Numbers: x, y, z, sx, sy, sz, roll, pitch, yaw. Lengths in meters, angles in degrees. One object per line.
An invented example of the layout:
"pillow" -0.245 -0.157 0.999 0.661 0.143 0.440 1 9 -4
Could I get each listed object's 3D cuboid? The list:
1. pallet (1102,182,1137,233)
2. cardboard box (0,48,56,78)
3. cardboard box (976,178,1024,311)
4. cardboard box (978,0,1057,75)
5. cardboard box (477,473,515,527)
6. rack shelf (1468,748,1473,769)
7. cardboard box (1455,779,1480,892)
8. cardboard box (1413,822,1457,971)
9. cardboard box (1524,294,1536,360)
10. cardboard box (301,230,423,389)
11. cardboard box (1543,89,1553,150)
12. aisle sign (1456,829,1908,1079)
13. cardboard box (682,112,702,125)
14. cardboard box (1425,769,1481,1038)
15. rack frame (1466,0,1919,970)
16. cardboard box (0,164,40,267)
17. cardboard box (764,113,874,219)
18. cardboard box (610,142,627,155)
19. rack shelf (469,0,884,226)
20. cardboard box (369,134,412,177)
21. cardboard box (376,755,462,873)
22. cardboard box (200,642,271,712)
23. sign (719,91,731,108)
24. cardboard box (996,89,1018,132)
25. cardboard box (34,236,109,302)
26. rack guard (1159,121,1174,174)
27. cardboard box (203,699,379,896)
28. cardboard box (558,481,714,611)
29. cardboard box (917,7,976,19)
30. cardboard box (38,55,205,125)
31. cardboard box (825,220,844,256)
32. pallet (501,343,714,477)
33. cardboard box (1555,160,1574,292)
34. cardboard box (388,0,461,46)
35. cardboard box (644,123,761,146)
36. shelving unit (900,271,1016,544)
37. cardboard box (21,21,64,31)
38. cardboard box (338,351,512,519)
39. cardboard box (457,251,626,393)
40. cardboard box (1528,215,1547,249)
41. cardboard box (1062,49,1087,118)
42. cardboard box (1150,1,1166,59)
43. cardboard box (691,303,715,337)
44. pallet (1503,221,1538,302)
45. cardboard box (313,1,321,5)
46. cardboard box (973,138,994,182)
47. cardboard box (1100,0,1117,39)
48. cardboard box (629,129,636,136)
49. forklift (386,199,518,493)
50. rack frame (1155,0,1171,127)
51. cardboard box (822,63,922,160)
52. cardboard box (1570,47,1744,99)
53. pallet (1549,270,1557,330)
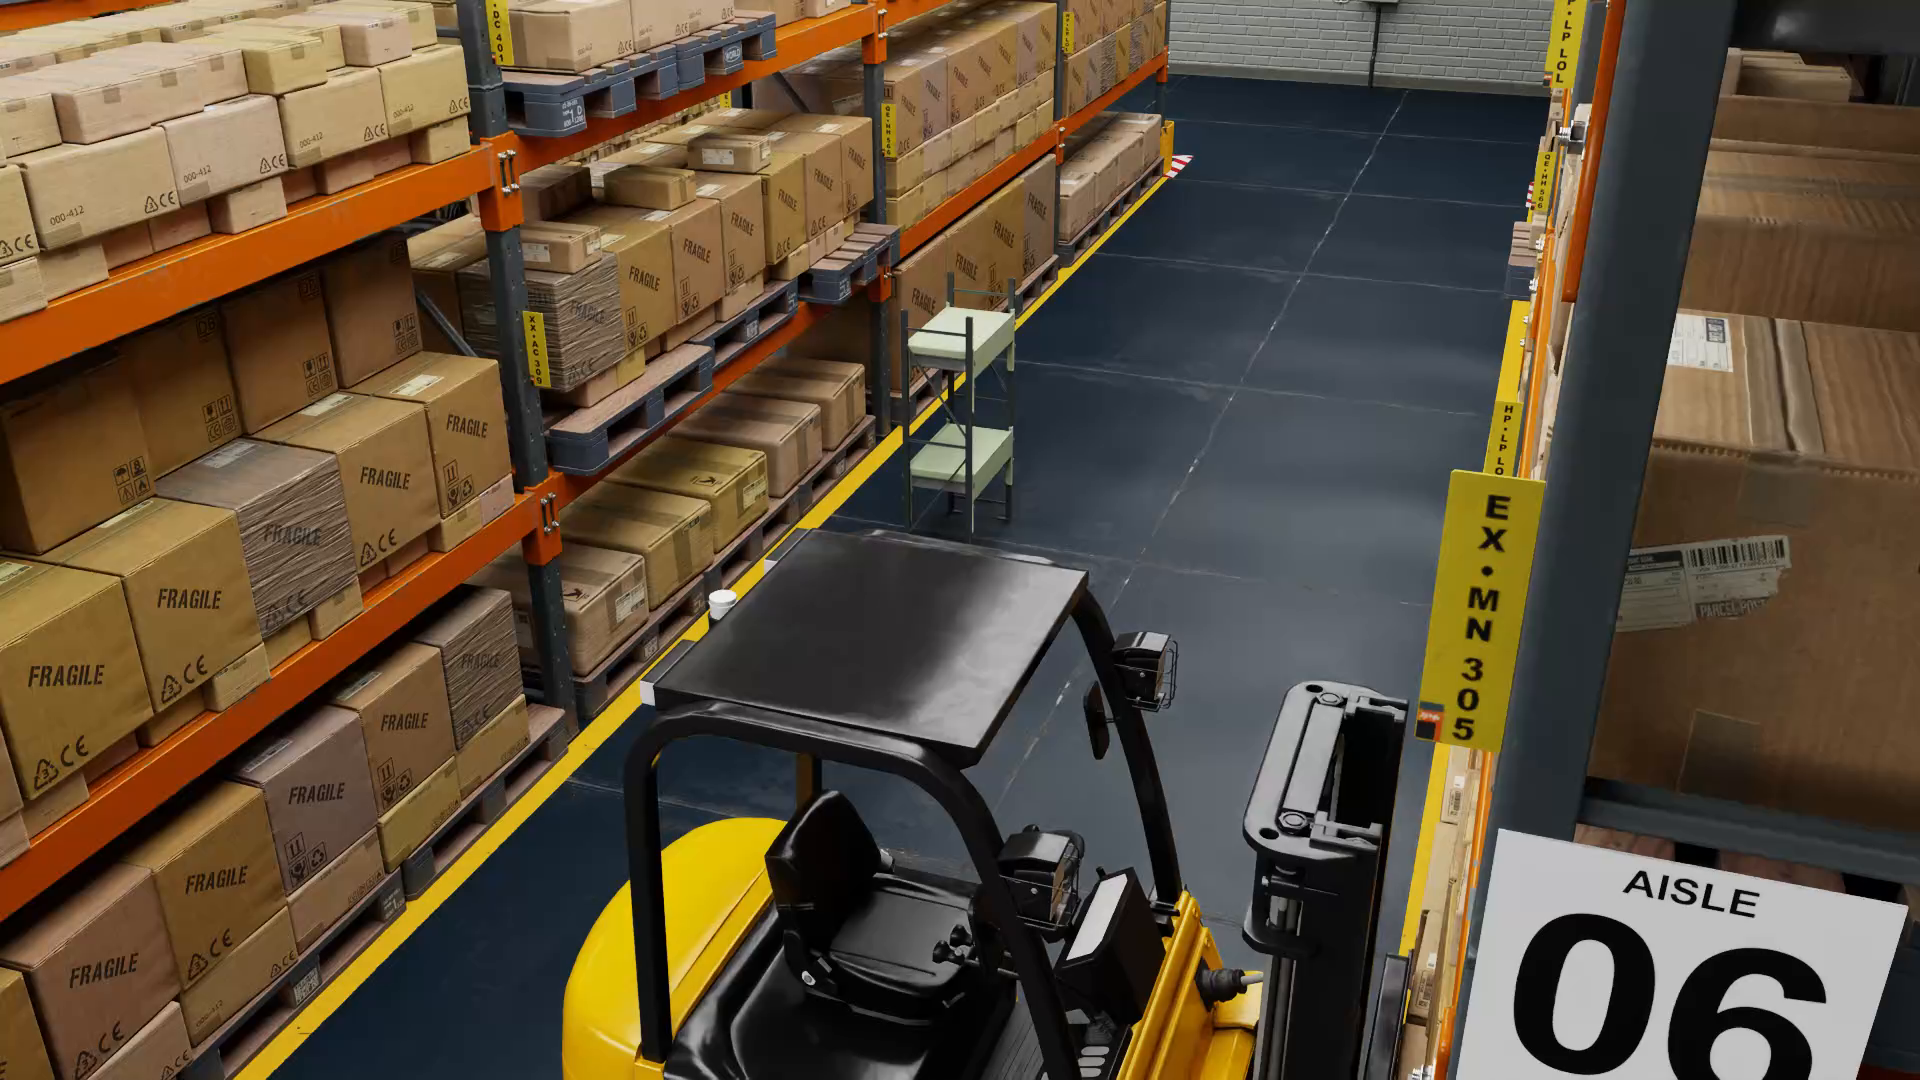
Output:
"pallet" 1.104 -3.320 16.365 1.003 0.211 1.213 9 27 17
"cardboard box" -3.084 -1.454 5.242 0.380 0.149 0.250 8 27 17
"cardboard box" -0.051 -2.365 13.149 0.875 0.875 0.875 10 27 19
"cardboard box" 0.461 -4.046 13.402 0.500 0.500 0.500 10 27 19
"cardboard box" -2.109 -0.194 6.997 0.380 0.149 0.250 8 27 17
"rack shelf" 1.727 1.380 4.282 1.077 0.370 4.000 9 27 17
"cardboard box" 1.312 0.691 3.680 0.380 0.149 0.250 9 27 18
"cardboard box" 1.756 1.195 5.365 0.500 0.250 0.500 9 27 18
"cardboard box" 2.987 -1.002 7.975 0.500 0.250 0.500 8 27 16
"cardboard box" -2.640 -0.963 6.693 0.700 0.500 0.500 8 27 17
"cardboard box" 4.683 -3.120 12.156 0.700 0.500 0.500 9 27 19
"aisle sign" 0.763 0.693 1.894 0.394 0.787 0.004 9 27 17
"cardboard box" -3.075 -4.659 18.378 0.380 0.149 0.250 8 27 15
"cardboard box" 1.486 0.963 4.205 0.500 0.500 0.500 9 27 18
"rack frame" 1.062 -0.822 1.121 1.000 3.000 0.127 9 27 17
"cardboard box" -2.876 -0.846 4.443 0.500 0.250 0.500 10 27 19
"cardboard box" -0.847 -2.268 10.054 0.500 0.500 0.500 8 27 16
"cardboard box" -3.653 -4.032 17.084 0.380 0.149 0.250 10 28 20
"rack shelf" -1.624 -2.332 8.507 1.077 0.370 4.000 9 27 17
"cardboard box" -2.274 -1.456 6.161 0.380 0.149 0.250 9 27 18
"cardboard box" -2.400 1.067 6.777 0.500 0.250 0.500 8 27 16
"cardboard box" -2.609 0.436 5.696 0.380 0.149 0.250 9 27 18
"sign" -1.483 -2.728 10.613 0.100 0.325 0.005 9 27 17
"cardboard box" 0.129 -3.292 12.705 0.500 0.250 0.500 9 27 19
"cardboard box" -2.728 -0.812 4.831 0.380 0.149 0.250 8 27 16
"rack guard" 1.712 -4.300 18.057 1.175 0.500 0.348 9 27 17
"cardboard box" -2.569 0.929 6.203 0.500 0.500 0.500 10 28 20
"cardboard box" -1.881 -0.002 8.845 0.950 0.372 0.625 11 28 21
"cardboard box" -0.188 -3.914 13.129 0.500 0.500 0.500 9 27 17
"cardboard box" -2.557 -1.375 5.078 0.380 0.149 0.250 9 27 18
"cardboard box" -0.908 -1.804 9.840 0.380 0.149 0.250 9 27 17
"pallet" -1.898 -0.690 7.953 1.003 0.211 1.213 9 27 17
"cardboard box" 1.612 -0.723 3.916 0.396 0.266 0.258 8 27 16
"cardboard box" -2.232 -2.216 7.133 0.500 0.250 0.500 8 27 16
"cardboard box" -1.493 -2.129 9.766 0.500 0.500 0.500 10 28 20
"shelving unit" -0.002 -0.672 9.417 0.431 1.500 0.755 9 27 17
"cardboard box" -9.042 -4.819 16.146 0.500 0.500 0.500 10 27 19
"cardboard box" -2.203 -0.444 6.768 0.500 0.500 0.500 8 27 16
"cardboard box" -1.863 -1.002 7.440 0.500 0.500 0.500 9 27 19
"cardboard box" 3.581 -1.811 9.854 0.380 0.149 0.250 9 27 18
"cardboard box" 0.776 -3.971 14.395 0.500 0.500 0.500 10 27 19
"cardboard box" 1.793 -5.223 16.981 0.500 0.500 0.500 9 27 18
"cardboard box" -1.485 -1.171 8.532 0.380 0.149 0.250 9 27 18
"pallet" 3.883 -1.611 9.856 1.213 0.211 1.003 9 27 17
"cardboard box" -7.703 -6.232 19.467 0.380 0.149 0.250 9 27 18
"cardboard box" -0.063 -2.856 12.379 0.500 0.250 0.500 9 27 17
"cardboard box" 1.115 -4.842 15.047 0.500 0.500 0.500 9 27 18
"cardboard box" -3.594 -4.275 17.245 0.380 0.149 0.250 8 27 15
"forklift" -3.255 -1.677 9.850 1.130 2.935 3.031 10 27 19
"rack frame" 1.704 -5.415 17.492 1.000 3.000 0.127 9 27 17
"cardboard box" -0.563 -2.790 10.807 0.500 0.500 0.500 8 27 16
"cardboard box" 2.404 -1.642 5.763 0.500 0.311 0.500 8 27 16
"pallet" 2.133 -0.721 4.457 1.003 0.211 1.213 9 27 17
